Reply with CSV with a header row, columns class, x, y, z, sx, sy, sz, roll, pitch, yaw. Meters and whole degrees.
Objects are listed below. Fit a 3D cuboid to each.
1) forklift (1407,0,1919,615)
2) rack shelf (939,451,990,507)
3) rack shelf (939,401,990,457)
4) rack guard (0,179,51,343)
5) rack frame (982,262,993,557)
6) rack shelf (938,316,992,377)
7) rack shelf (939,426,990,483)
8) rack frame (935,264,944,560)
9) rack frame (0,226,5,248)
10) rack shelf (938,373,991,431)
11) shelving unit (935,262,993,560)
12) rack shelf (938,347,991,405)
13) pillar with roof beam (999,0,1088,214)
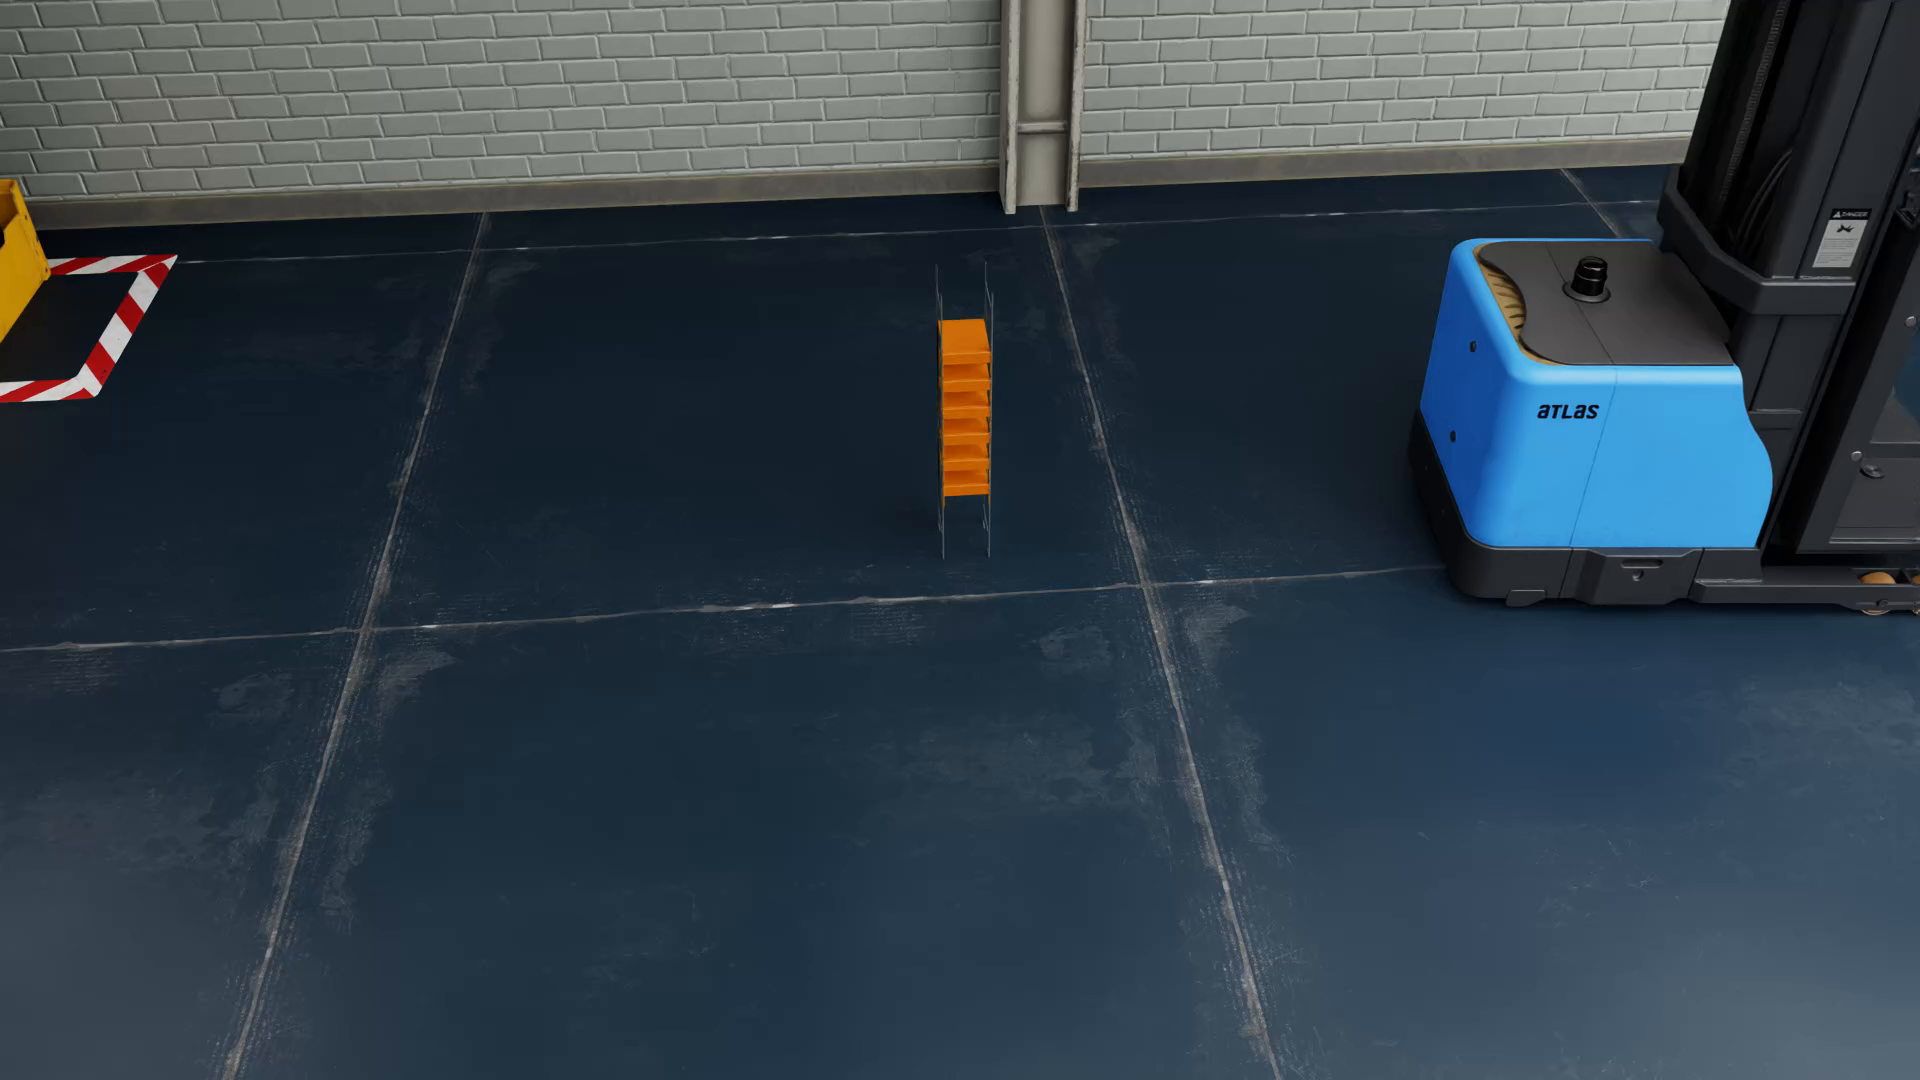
class,x,y,z,sx,sy,sz,roll,pitch,yaw
forklift,3.421,-1.194,5.897,3.031,2.935,1.130,0,38,0
rack shelf,0.014,-0.249,6.556,0.180,0.103,0.258,-3,38,-4
rack shelf,0.014,-0.437,6.407,0.180,0.103,0.258,-3,38,-4
rack guard,-4.753,-1.217,7.889,0.348,0.500,1.175,-3,38,-4
rack frame,0.106,-0.477,6.386,0.006,1.200,0.240,-3,38,-4
rack shelf,0.014,-0.720,6.184,0.180,0.103,0.258,-3,38,-4
rack shelf,0.014,-0.343,6.481,0.180,0.103,0.258,-3,38,-4
rack frame,-0.077,-0.467,6.373,0.006,1.200,0.240,-3,38,-4
rack frame,-4.777,-2.197,7.113,0.127,3.000,1.000,-3,38,-4
rack shelf,0.014,-0.531,6.333,0.180,0.103,0.258,-3,38,-4
shelving unit,0.014,-0.472,6.379,0.189,1.200,0.258,-3,38,-4
rack shelf,0.014,-0.625,6.258,0.180,0.103,0.258,-3,38,-4
pillar with roof beam,0.808,-2.743,2.962,0.400,9.000,9.100,-3,38,-4
